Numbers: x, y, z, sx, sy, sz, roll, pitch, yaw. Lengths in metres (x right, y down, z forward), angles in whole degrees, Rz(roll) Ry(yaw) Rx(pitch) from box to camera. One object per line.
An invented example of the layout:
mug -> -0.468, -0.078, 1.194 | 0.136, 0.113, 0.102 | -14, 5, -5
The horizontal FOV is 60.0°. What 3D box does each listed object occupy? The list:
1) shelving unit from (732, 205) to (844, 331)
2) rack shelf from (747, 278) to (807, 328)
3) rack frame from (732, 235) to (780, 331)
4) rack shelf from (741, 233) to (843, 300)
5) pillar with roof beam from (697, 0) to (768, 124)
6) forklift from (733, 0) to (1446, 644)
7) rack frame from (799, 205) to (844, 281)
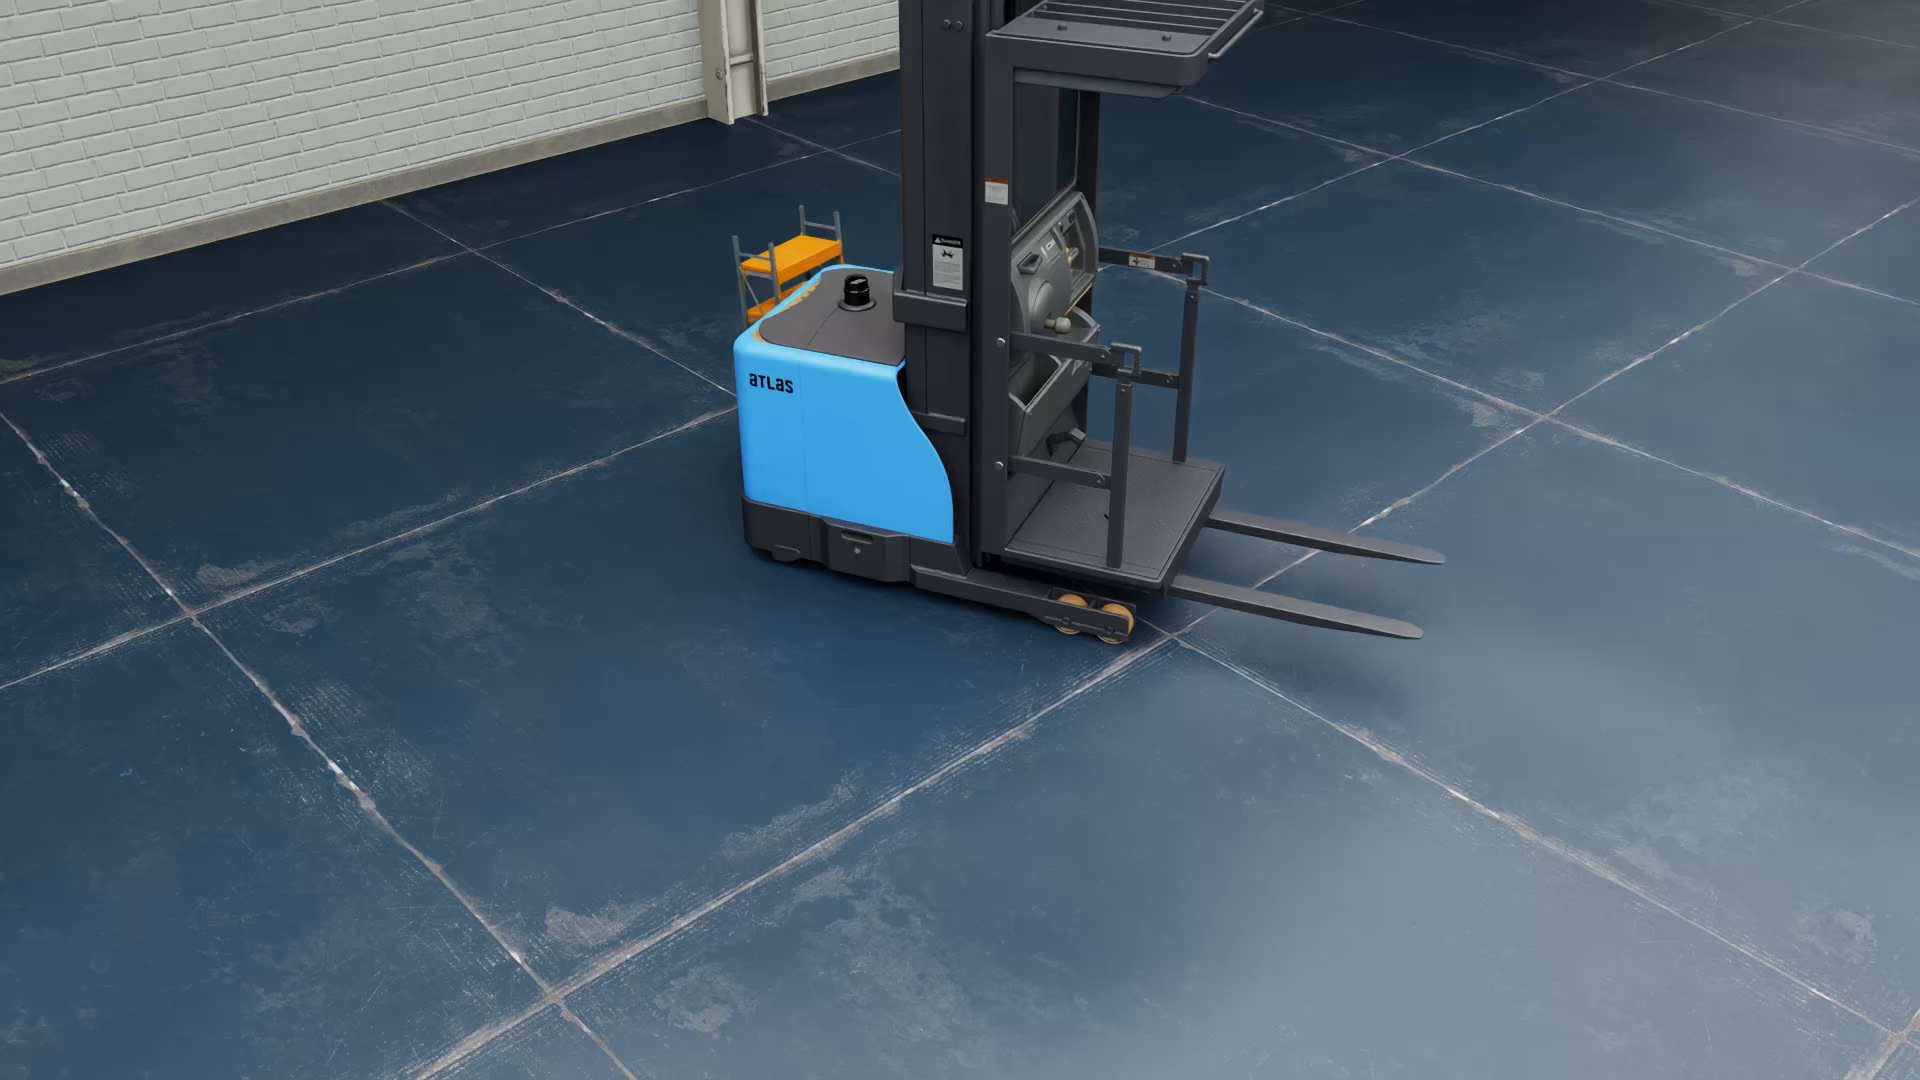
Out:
shelving unit -> -0.789, -0.976, 8.179 | 0.258, 1.200, 0.503 | 16, 35, 31
rack shelf -> -0.798, -1.112, 8.103 | 0.258, 0.148, 0.480 | 16, 35, 31
rack frame -> -0.927, -0.871, 8.008 | 0.240, 1.200, 0.015 | 16, 35, 31
rack shelf -> -0.812, -1.319, 7.989 | 0.258, 0.148, 0.480 | 16, 35, 31
pillar with roof beam -> 1.146, -5.595, 8.273 | 0.400, 9.000, 9.100 | -26, 40, -35
forklift -> 0.579, -1.127, 6.783 | 3.031, 2.935, 1.130 | 12, 33, 19
rack frame -> -0.650, -1.081, 8.351 | 0.240, 1.200, 0.015 | 16, 35, 31
